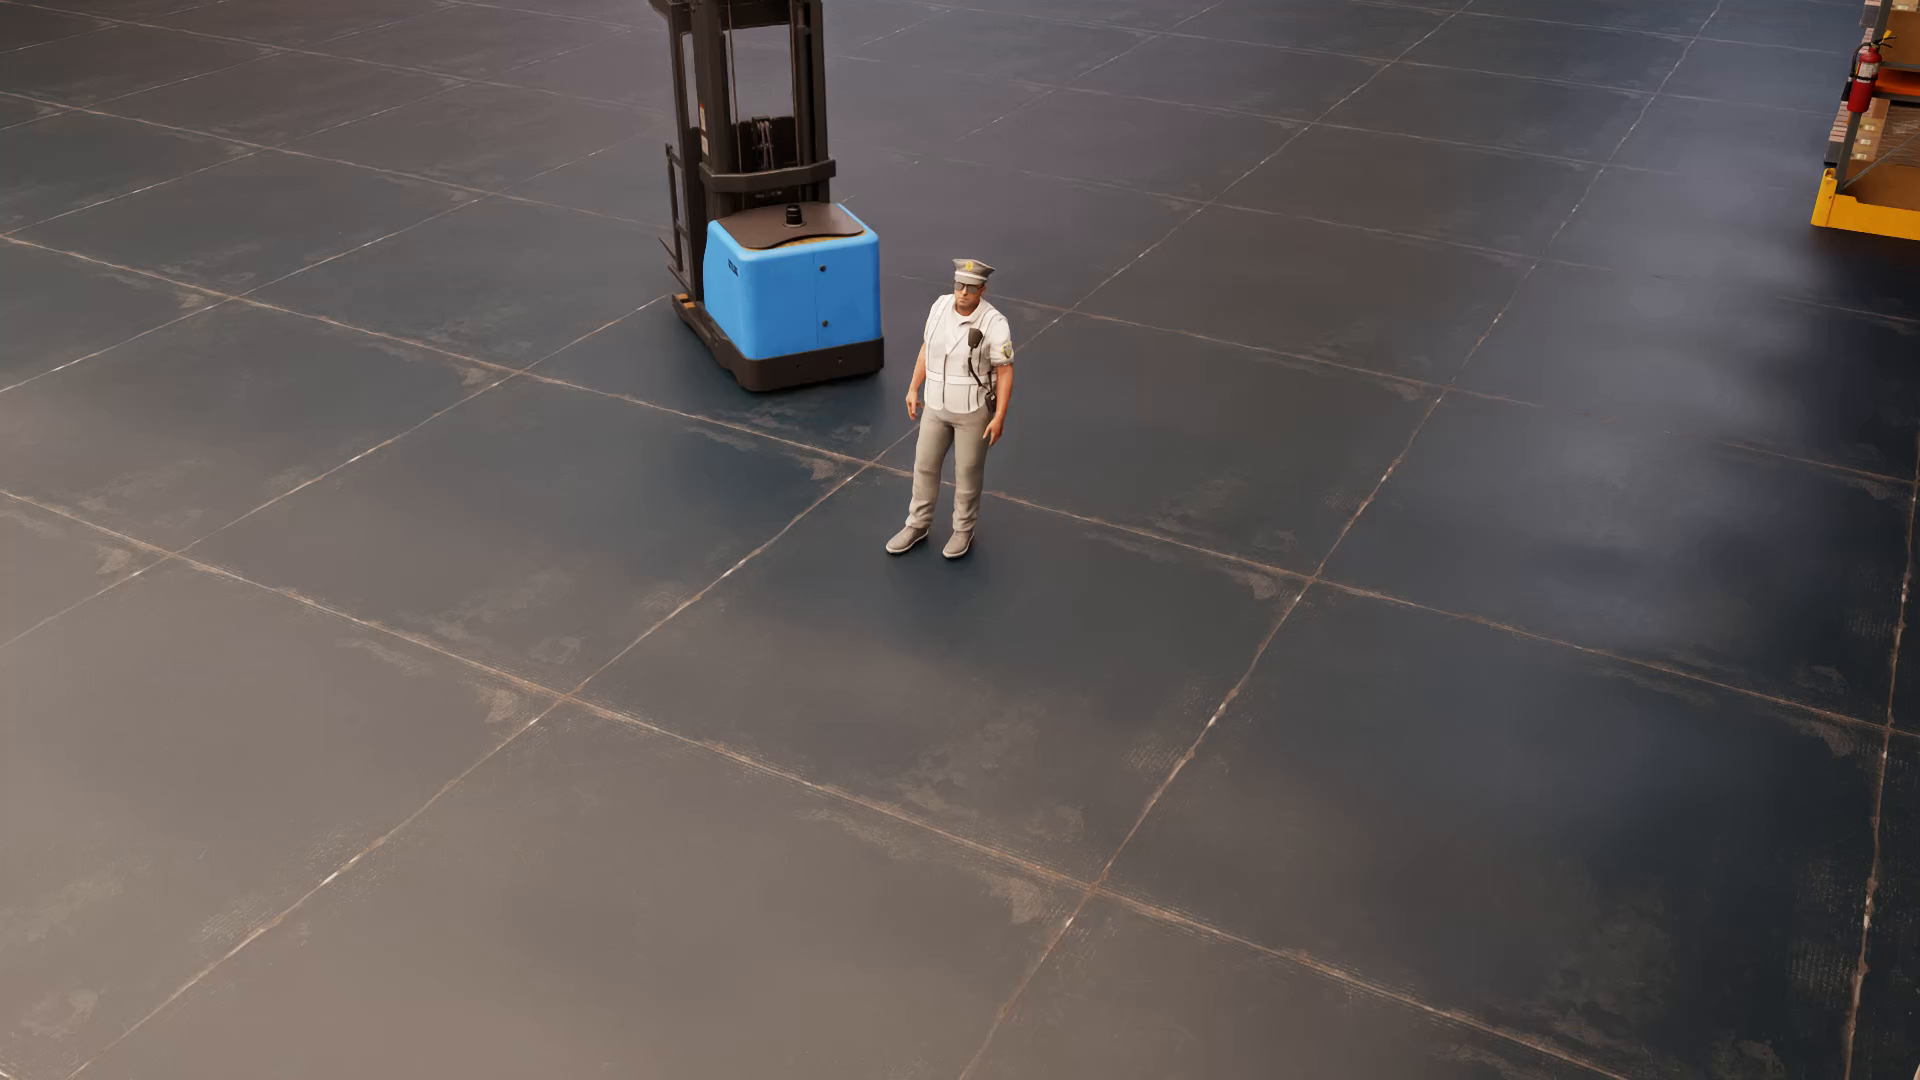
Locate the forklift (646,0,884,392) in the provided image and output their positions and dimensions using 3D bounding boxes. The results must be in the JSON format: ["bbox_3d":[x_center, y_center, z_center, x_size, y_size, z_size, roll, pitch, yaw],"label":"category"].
[{"bbox_3d":[-1.612,-3.027,12.316,1.130,2.935,3.031,-13,32,-21],"label":"forklift"}]

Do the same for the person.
[{"bbox_3d":[-0.048,-0.747,9.500,0.640,1.781,0.575,15,33,25],"label":"person"}]
